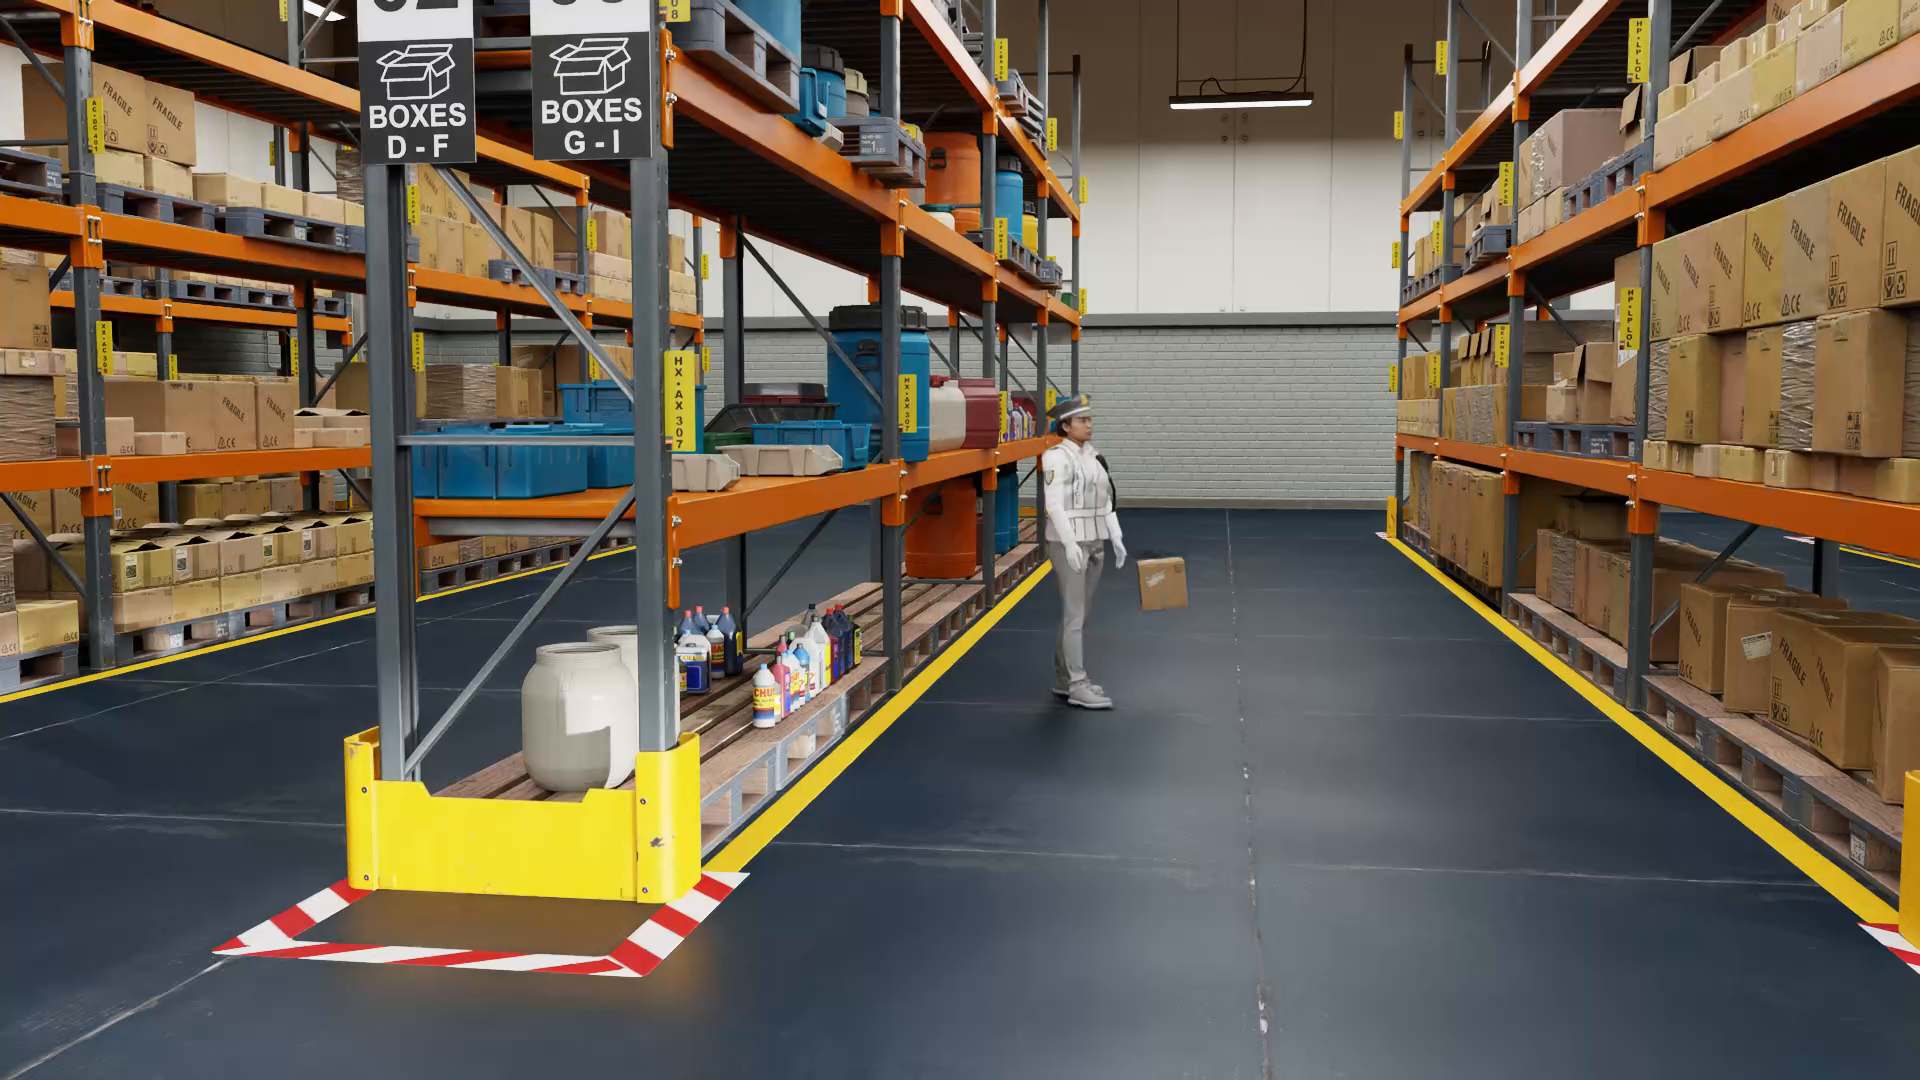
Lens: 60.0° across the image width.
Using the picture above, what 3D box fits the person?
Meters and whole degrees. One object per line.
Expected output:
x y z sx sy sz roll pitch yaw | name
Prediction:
0.708 0.042 9.097 0.532 1.687 0.543 4 6 38 | person
